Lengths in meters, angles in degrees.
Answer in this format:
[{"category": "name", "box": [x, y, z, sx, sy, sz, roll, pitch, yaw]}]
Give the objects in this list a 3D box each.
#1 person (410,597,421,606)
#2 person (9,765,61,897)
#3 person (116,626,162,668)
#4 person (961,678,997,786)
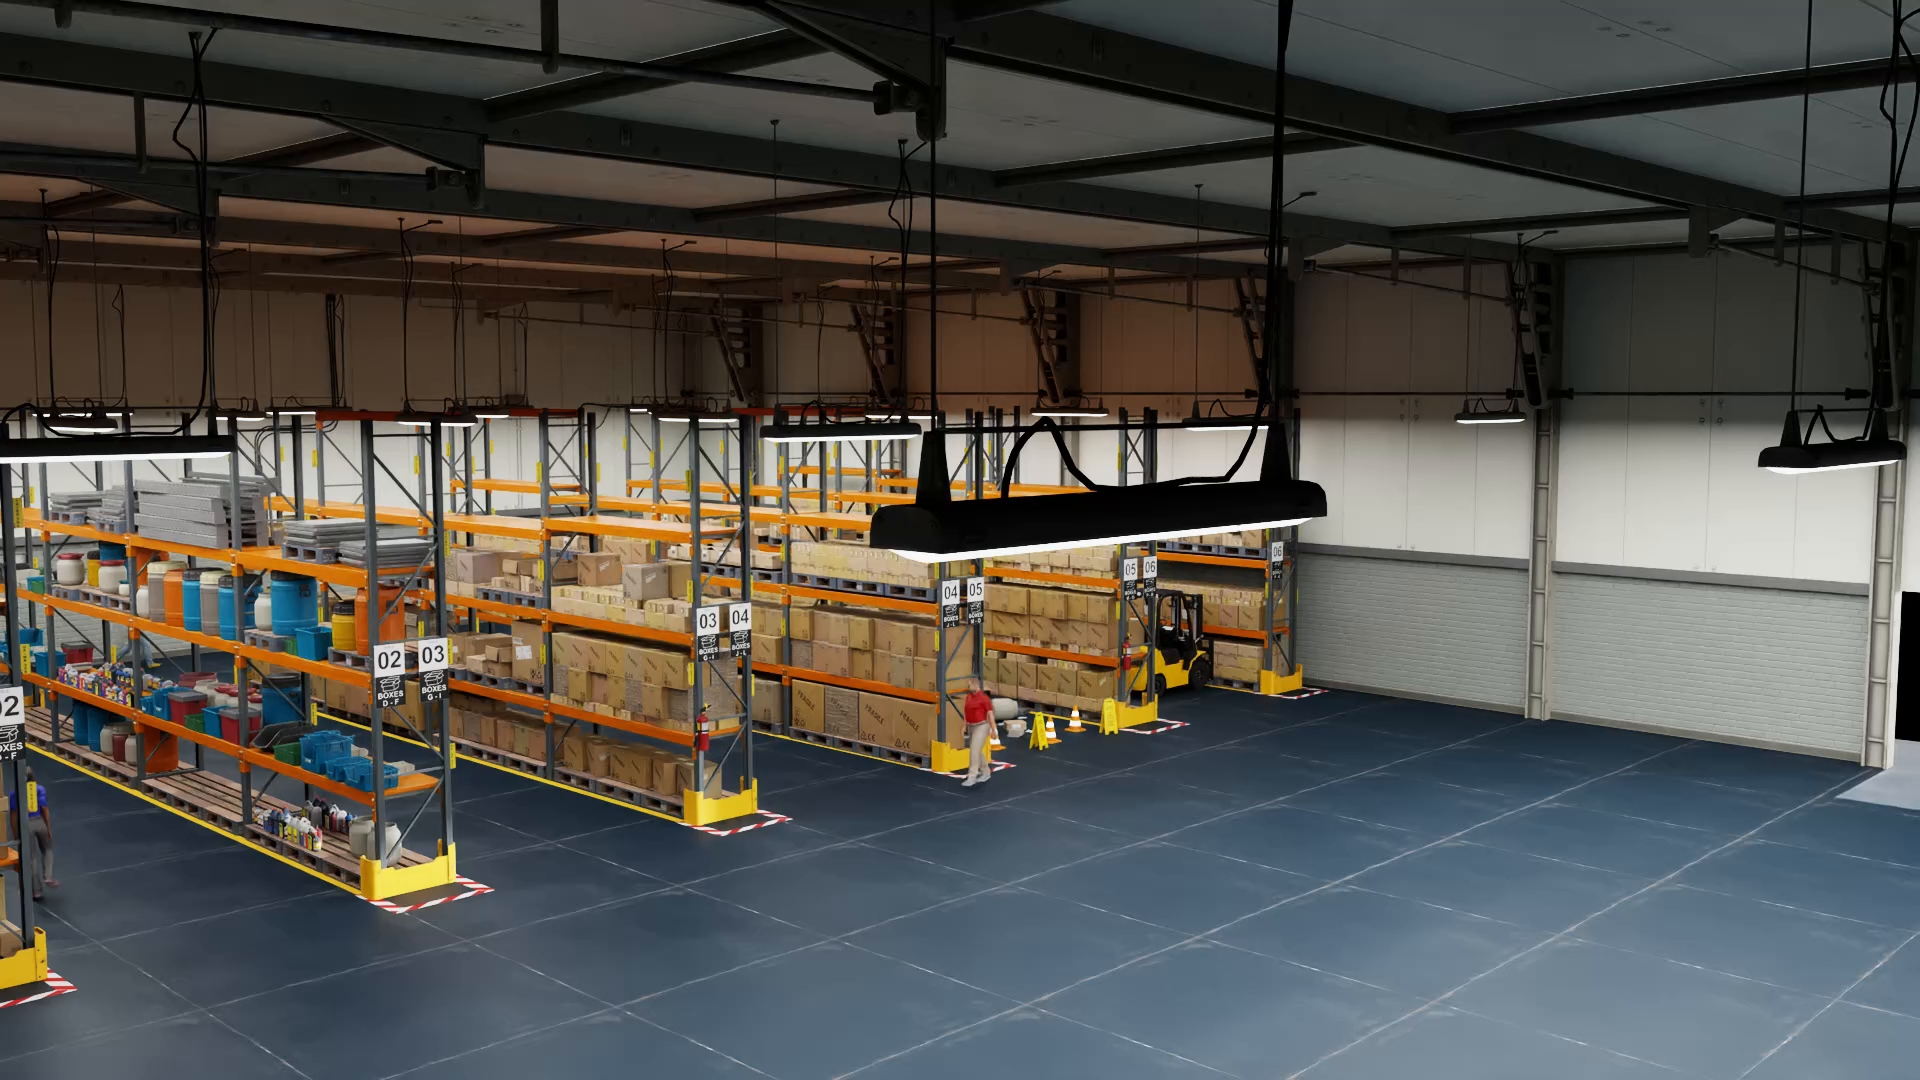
[{"category": "person", "box": [-12.863, 2.053, 39.156, 0.459, 1.633, 1.037, 0, 5, -1]}, {"category": "person", "box": [-11.627, 3.653, 20.895, 0.504, 1.646, 0.457, -4, 6, -37]}, {"category": "person", "box": [-18.953, 2.101, 38.182, 1.098, 1.715, 0.552, -2, 6, -26]}, {"category": "person", "box": [0.212, 3.138, 26.908, 0.803, 1.628, 0.665, -3, 6, -34]}]
